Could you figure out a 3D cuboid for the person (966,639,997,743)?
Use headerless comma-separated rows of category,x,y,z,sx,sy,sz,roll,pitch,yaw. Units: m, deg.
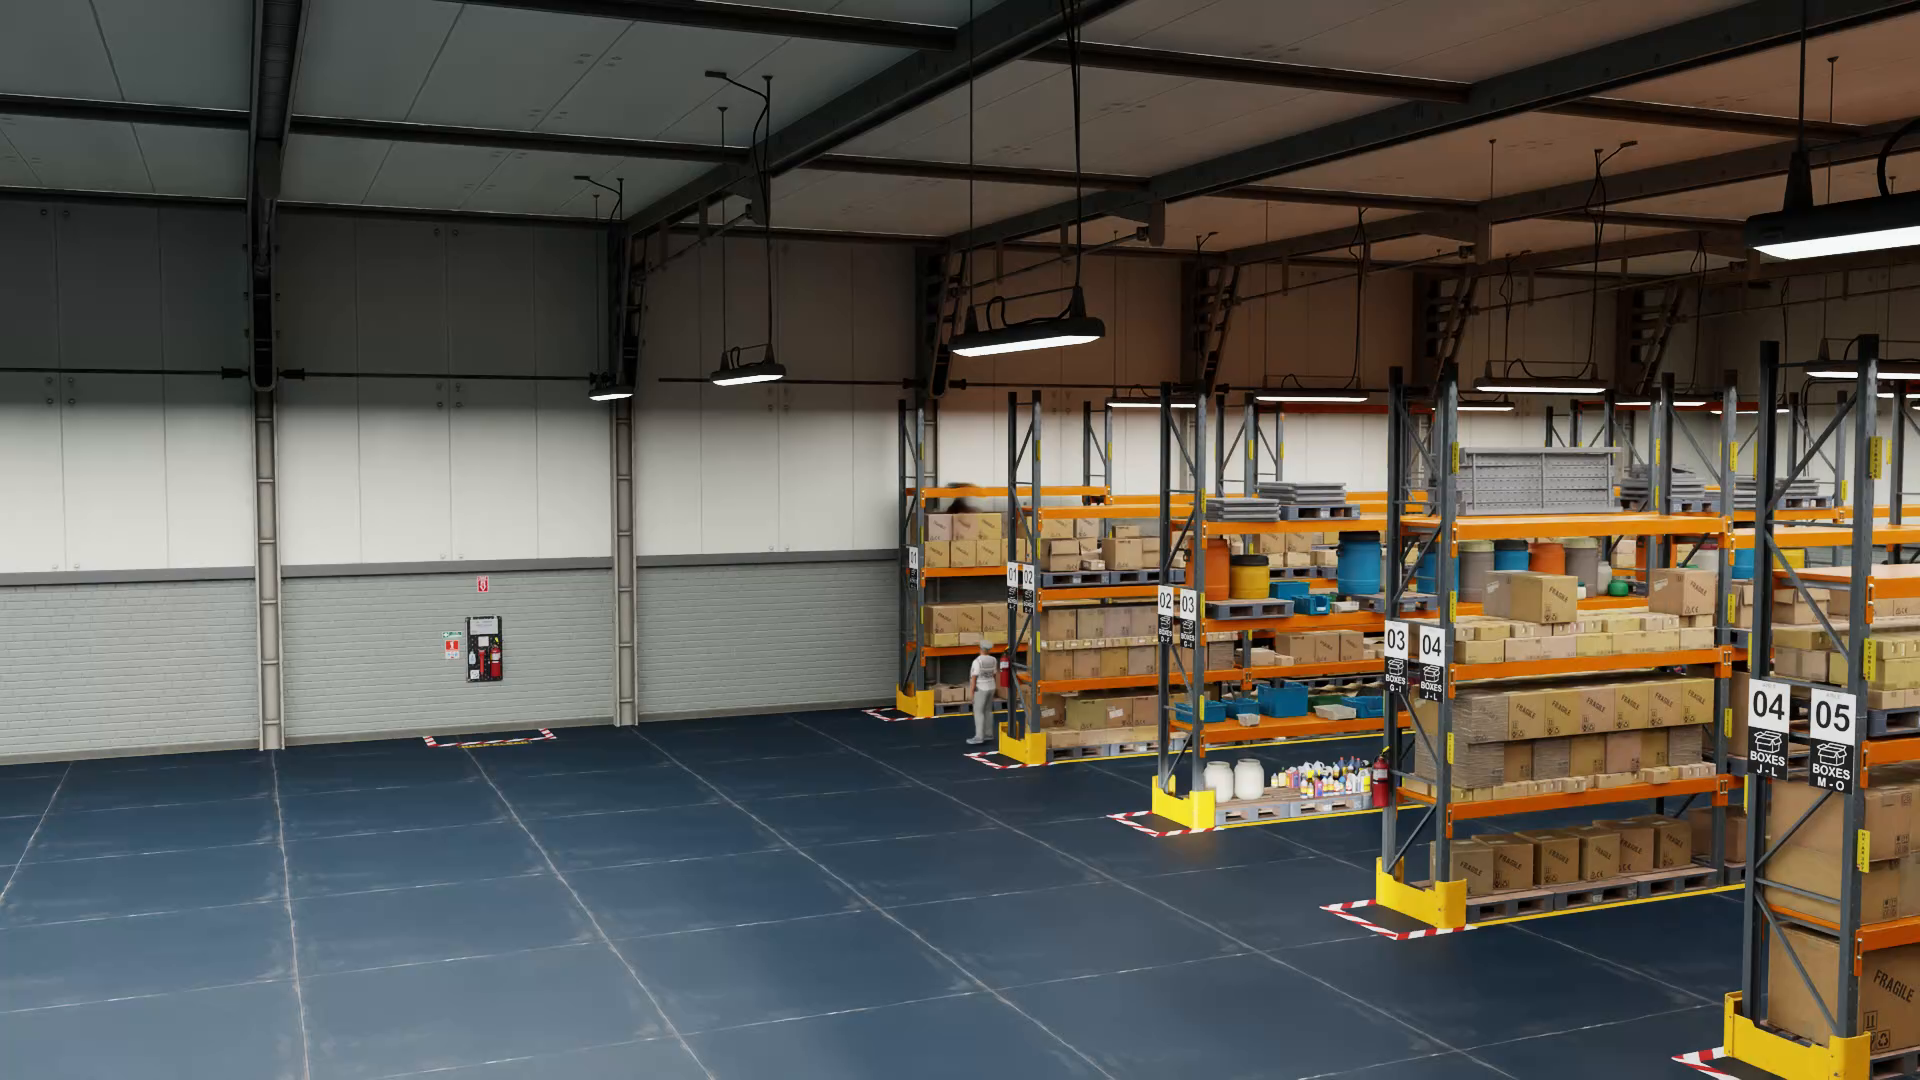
person,0.402,2.590,28.636,0.441,1.782,0.598,2,4,36
